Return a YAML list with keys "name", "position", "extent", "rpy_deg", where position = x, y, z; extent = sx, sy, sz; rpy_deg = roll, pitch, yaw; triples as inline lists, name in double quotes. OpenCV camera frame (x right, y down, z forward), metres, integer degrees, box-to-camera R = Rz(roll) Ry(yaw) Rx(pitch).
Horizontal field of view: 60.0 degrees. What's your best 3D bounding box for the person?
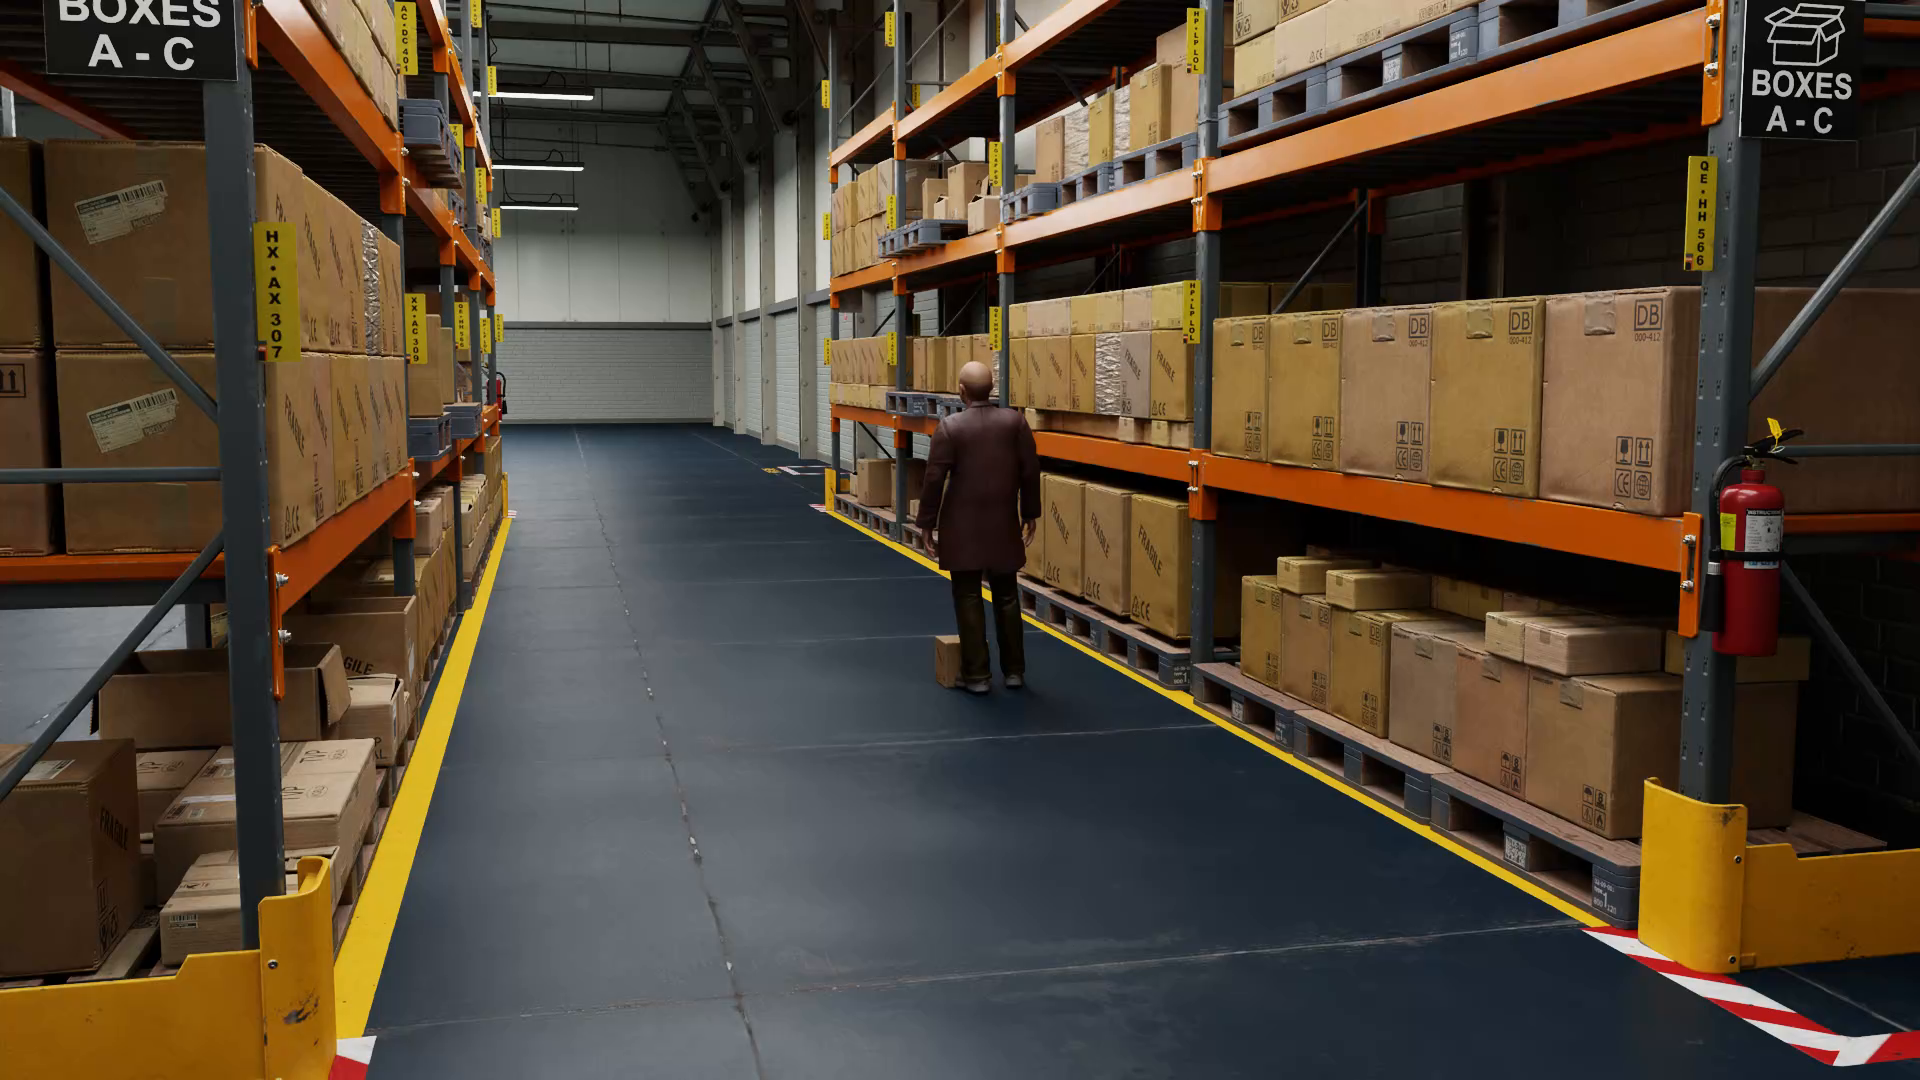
- name: "person"
  position: [0.085, -0.076, 9.017]
  extent: [0.695, 1.776, 0.582]
  rpy_deg: [-1, 6, -13]
